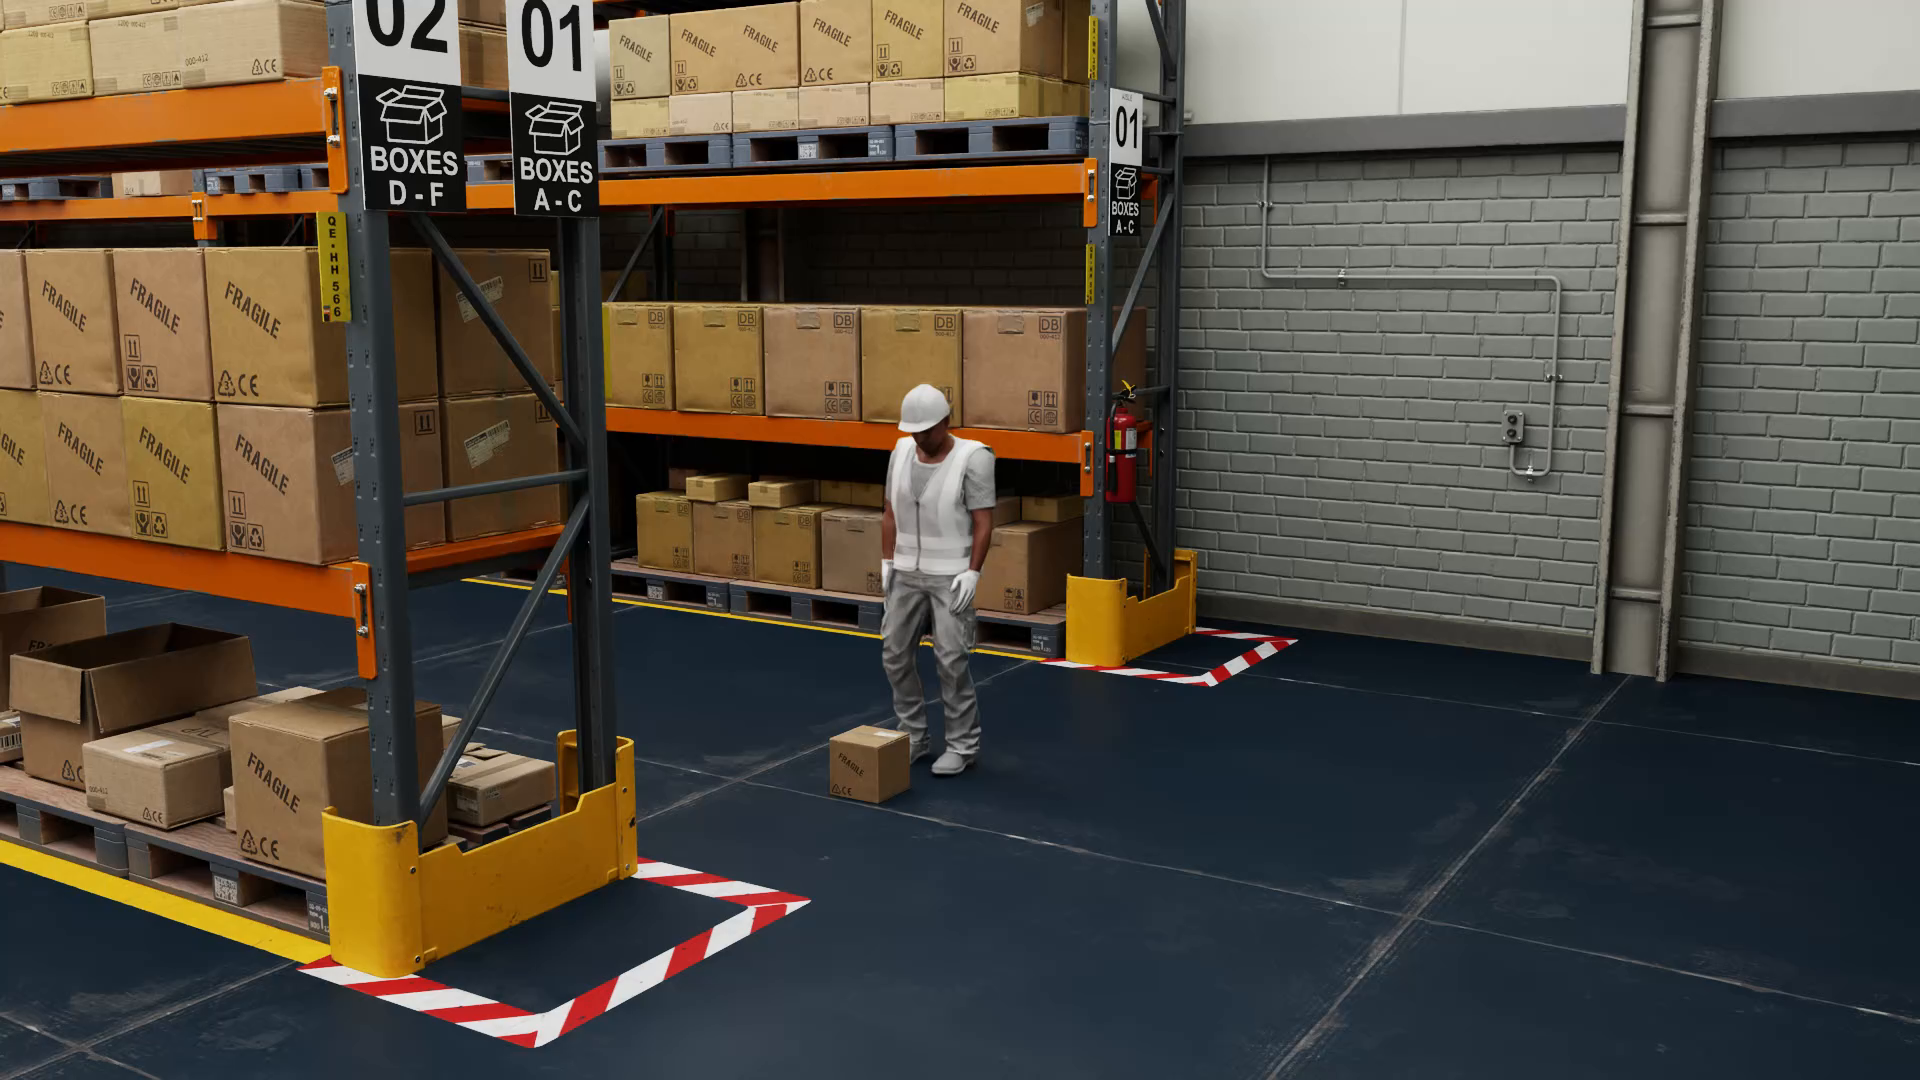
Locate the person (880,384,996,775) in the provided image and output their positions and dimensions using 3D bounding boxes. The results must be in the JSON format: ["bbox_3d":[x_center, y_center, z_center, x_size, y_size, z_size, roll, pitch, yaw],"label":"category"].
[{"bbox_3d":[-0.109,0.170,7.426,0.569,1.741,0.442,6,11,32],"label":"person"}]
